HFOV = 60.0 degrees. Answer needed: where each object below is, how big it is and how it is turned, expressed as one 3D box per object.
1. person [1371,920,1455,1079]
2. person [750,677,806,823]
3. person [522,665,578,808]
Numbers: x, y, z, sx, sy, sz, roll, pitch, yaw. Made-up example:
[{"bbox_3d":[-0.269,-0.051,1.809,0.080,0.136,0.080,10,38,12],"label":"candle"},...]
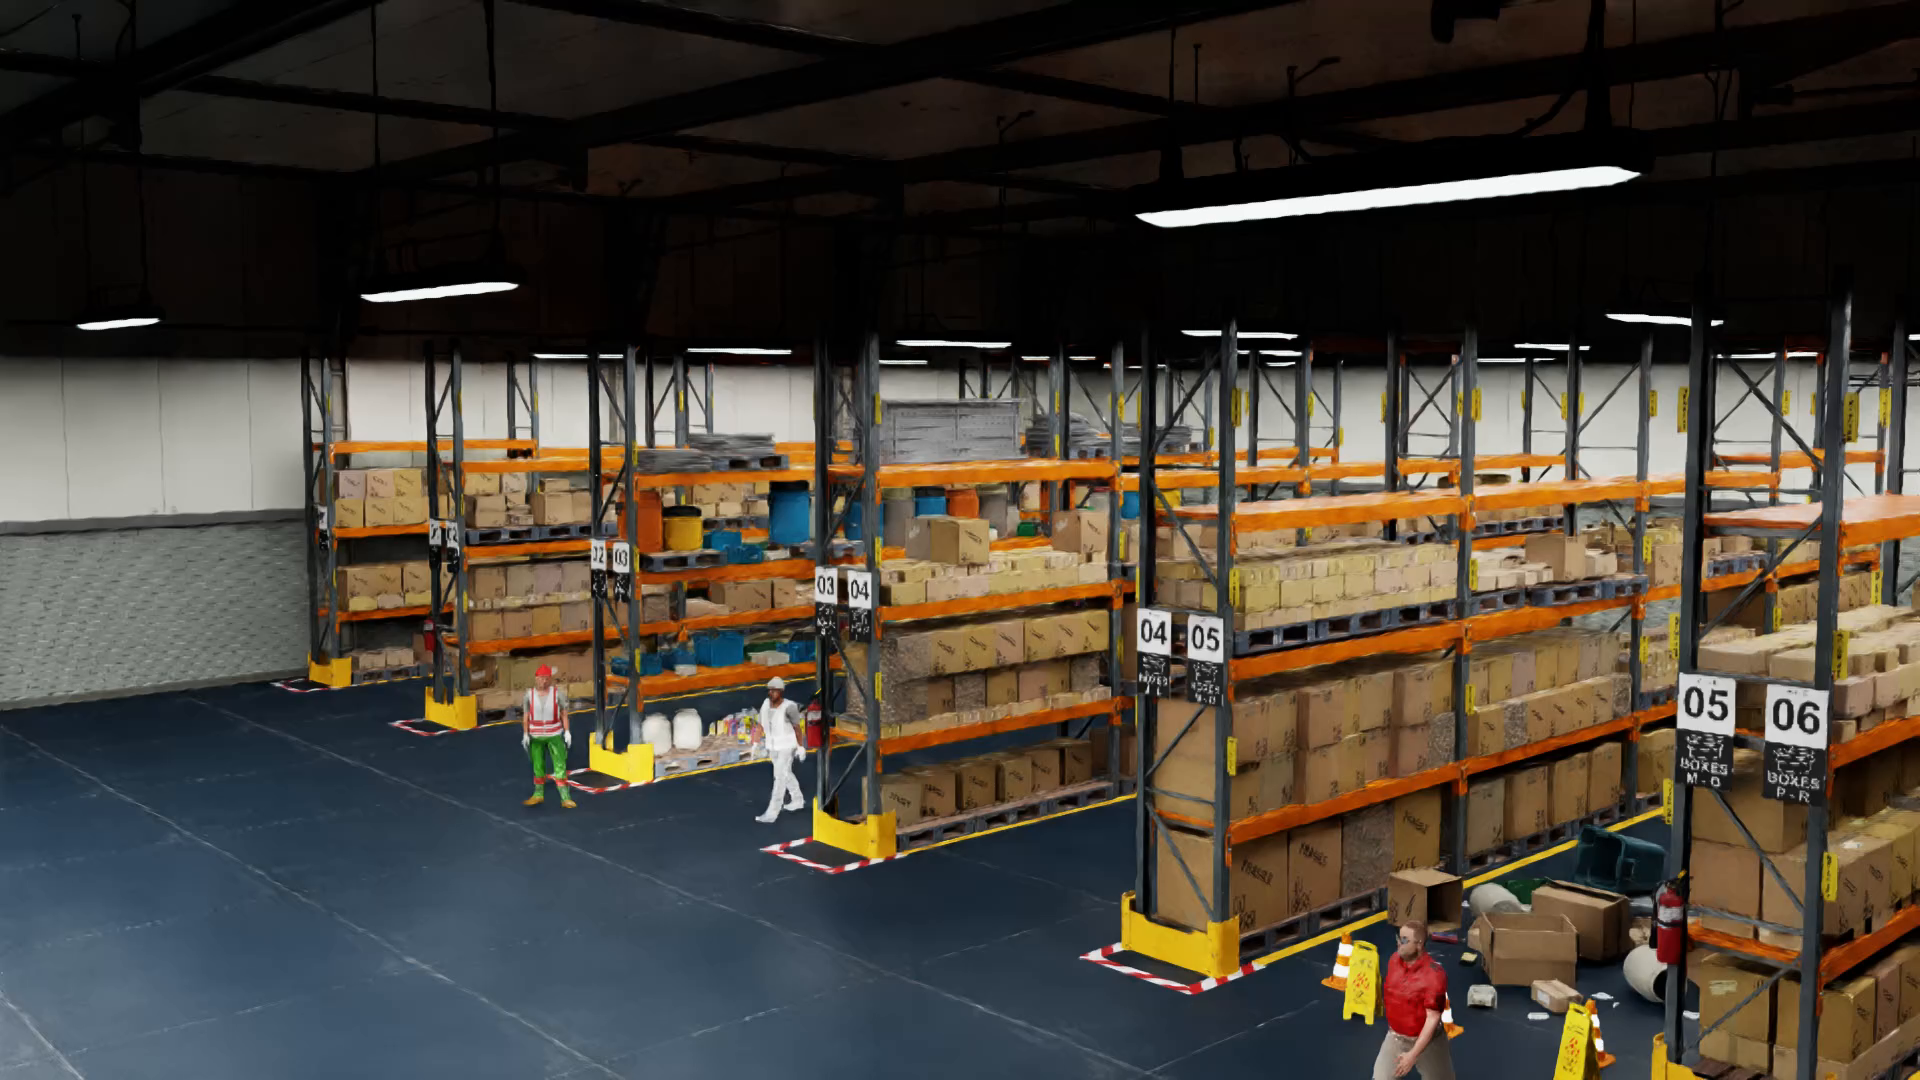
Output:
[{"bbox_3d":[3.011,3.346,11.072,1.029,1.657,0.535,-3,6,-33],"label":"person"},{"bbox_3d":[-2.226,2.517,20.205,0.554,1.724,1.029,4,6,39],"label":"person"},{"bbox_3d":[-5.130,2.437,20.756,0.710,1.785,0.529,-1,5,-7],"label":"person"}]
